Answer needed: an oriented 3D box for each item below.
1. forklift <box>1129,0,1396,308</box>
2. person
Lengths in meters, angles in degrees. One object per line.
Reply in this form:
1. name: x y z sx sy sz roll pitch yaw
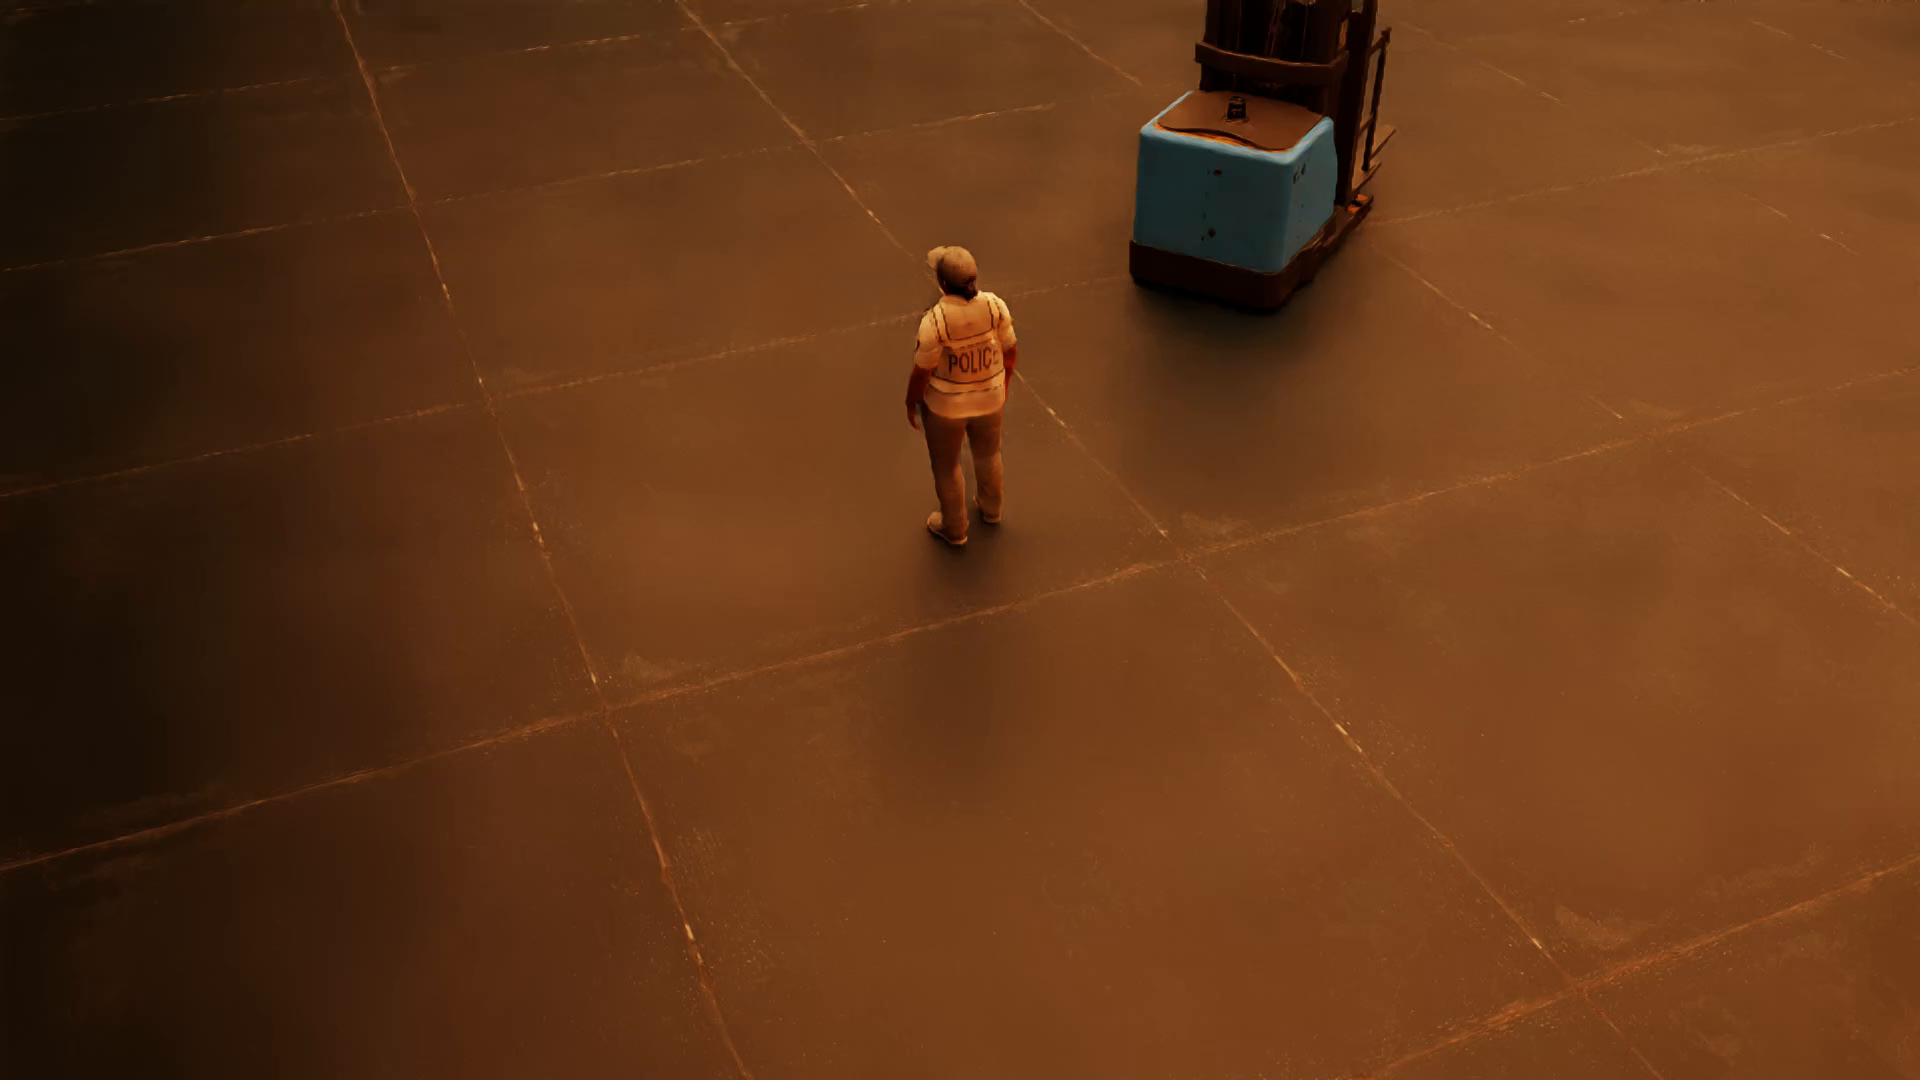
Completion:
1. forklift: 2.283 -3.504 11.026 1.130 2.935 3.031 18 39 24
2. person: -0.009 -0.731 8.205 0.598 1.669 0.529 -14 38 -19
